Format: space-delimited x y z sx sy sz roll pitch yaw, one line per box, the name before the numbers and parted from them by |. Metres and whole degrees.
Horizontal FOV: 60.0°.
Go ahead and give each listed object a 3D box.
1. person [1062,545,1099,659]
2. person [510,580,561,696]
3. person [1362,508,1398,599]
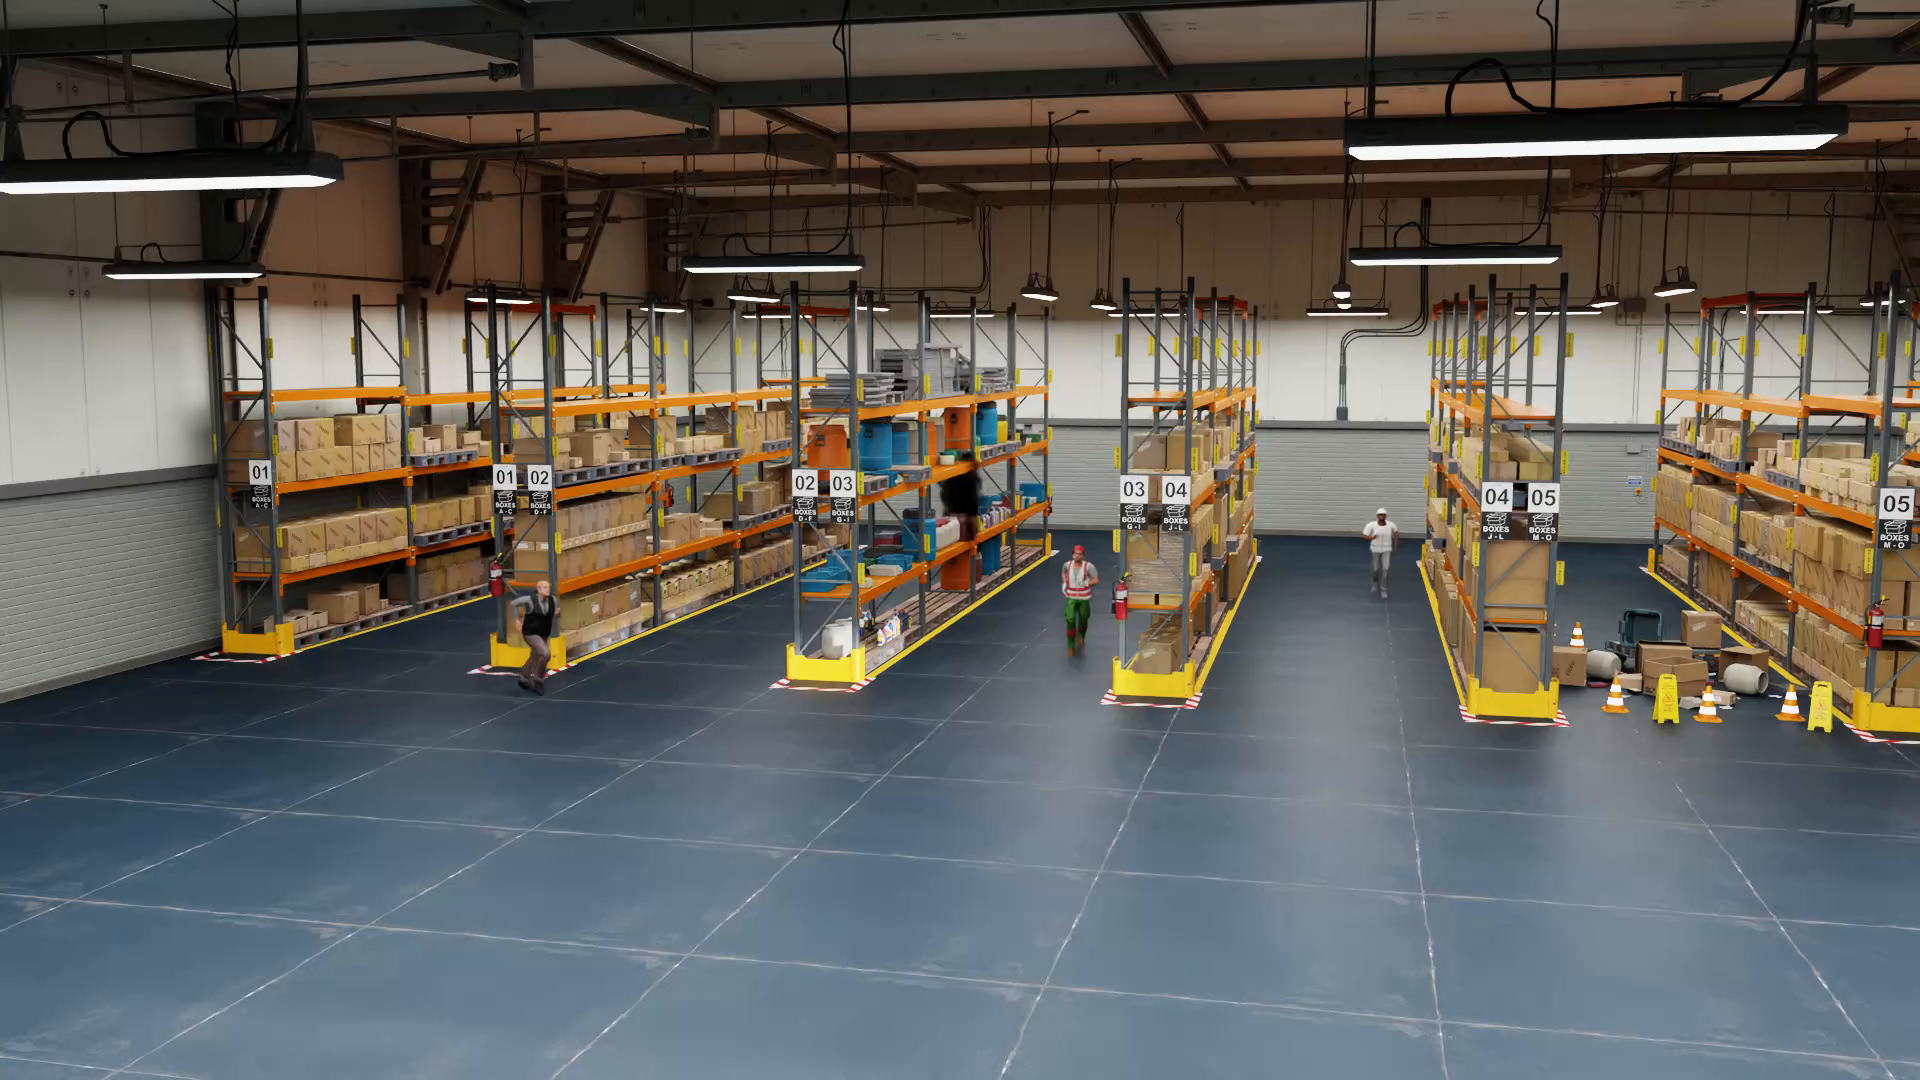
person | 1.975 0.991 27.336 0.622 1.835 1.014 1 7 7
person | -6.132 1.402 24.079 0.918 1.681 0.646 5 8 34
person | 8.498 0.242 33.628 0.741 1.792 0.899 1 7 7
